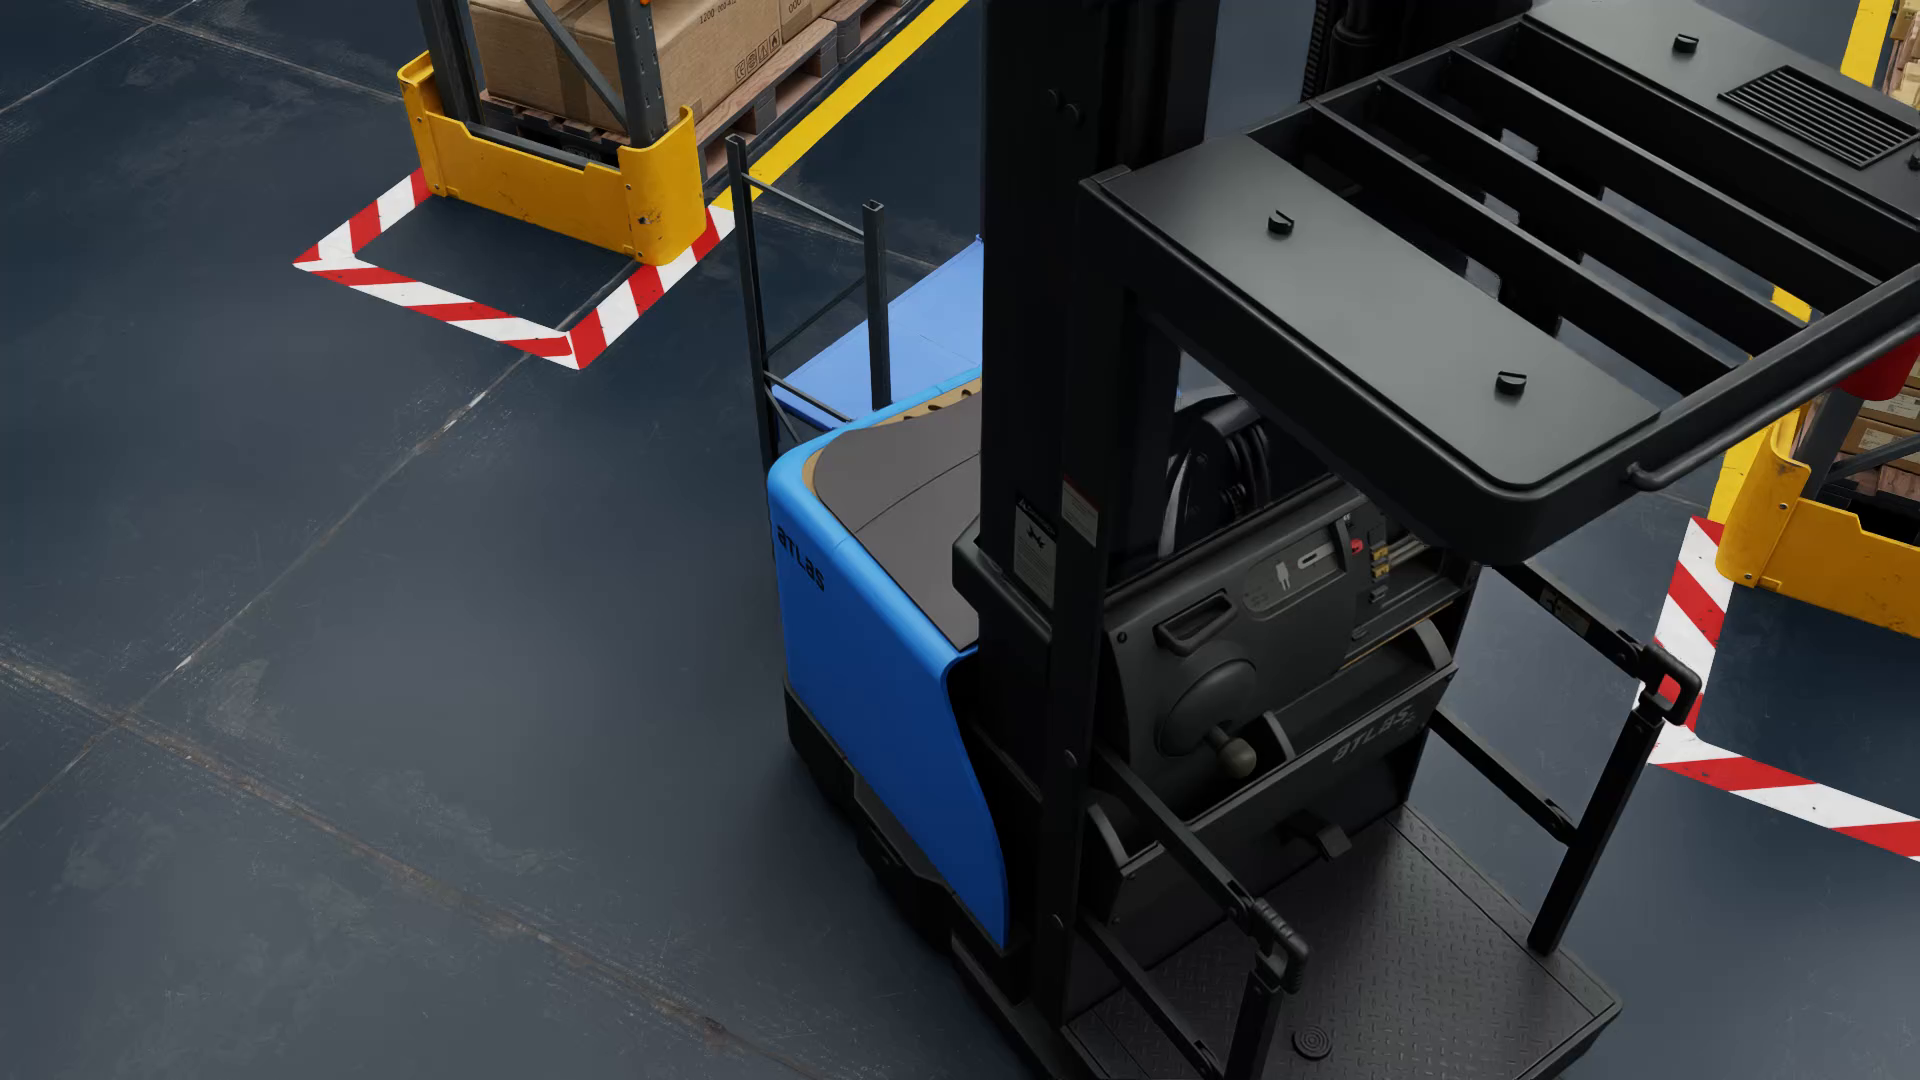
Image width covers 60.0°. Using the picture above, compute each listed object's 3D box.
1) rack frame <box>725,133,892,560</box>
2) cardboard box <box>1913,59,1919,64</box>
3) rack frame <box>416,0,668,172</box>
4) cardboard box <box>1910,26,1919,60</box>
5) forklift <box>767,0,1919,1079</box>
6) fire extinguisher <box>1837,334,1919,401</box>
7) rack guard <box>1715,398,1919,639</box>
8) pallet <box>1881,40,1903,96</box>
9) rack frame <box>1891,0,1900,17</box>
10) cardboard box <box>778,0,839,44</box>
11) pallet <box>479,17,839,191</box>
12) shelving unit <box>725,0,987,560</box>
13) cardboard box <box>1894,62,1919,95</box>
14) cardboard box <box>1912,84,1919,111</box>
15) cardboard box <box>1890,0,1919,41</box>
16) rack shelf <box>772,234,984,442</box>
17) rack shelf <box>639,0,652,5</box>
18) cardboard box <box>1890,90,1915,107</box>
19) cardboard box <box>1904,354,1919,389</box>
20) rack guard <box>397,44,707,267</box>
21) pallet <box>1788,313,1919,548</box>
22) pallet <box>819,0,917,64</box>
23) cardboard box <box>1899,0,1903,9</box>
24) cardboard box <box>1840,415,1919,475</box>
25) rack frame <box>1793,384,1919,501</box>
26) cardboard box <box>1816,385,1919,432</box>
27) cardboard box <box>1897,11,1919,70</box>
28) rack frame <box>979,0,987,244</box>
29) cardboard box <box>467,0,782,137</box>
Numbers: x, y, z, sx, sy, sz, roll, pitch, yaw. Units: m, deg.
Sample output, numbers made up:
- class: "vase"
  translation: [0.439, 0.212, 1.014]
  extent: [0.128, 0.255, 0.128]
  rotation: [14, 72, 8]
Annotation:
- class: "rack frame"
  translation: [-0.381, -0.365, 4.556]
  extent: [0.500, 1.500, 0.032]
  rotation: [30, 53, 26]
- class: "cardboard box"
  translation: [4.024, -1.839, 6.668]
  extent: [0.380, 0.149, 0.250]
  rotation: [19, 48, 18]
- class: "rack frame"
  translation: [-1.544, -2.385, 5.499]
  extent: [1.000, 3.000, 0.127]
  rotation: [20, 49, 19]
- class: "cardboard box"
  translation: [3.855, -1.906, 6.315]
  extent: [0.380, 0.149, 0.250]
  rotation: [21, 49, 20]
- class: "forklift"
  translation: [0.778, 0.201, 2.991]
  extent: [1.130, 2.935, 3.031]
  rotation: [-26, 51, -24]
- class: "fire extinguisher"
  translation: [2.362, -0.650, 4.100]
  extent: [0.296, 0.674, 0.183]
  rotation: [20, 49, 19]
- class: "rack guard"
  translation: [2.923, 0.016, 4.883]
  extent: [1.175, 0.500, 0.348]
  rotation: [20, 49, 19]
- class: "pallet"
  translation: [4.464, -1.920, 6.999]
  extent: [1.003, 0.211, 1.213]
  rotation: [20, 49, 19]
- class: "rack frame"
  translation: [4.744, -3.335, 6.437]
  extent: [1.000, 3.000, 0.127]
  rotation: [20, 49, 19]
- class: "cardboard box"
  translation: [-0.909, -2.660, 7.277]
  extent: [0.875, 0.438, 0.875]
  rotation: [22, 49, 20]
- class: "pallet"
  translation: [-1.242, -1.935, 7.014]
  extent: [1.003, 0.211, 1.213]
  rotation: [20, 49, 19]
- class: "shelving unit"
  translation: [-0.059, -0.645, 4.833]
  extent: [0.538, 1.500, 1.048]
  rotation: [30, 53, 26]
- class: "cardboard box"
  translation: [3.724, -1.635, 6.257]
  extent: [0.380, 0.149, 0.250]
  rotation: [20, 49, 19]
- class: "cardboard box"
  translation: [3.653, -1.565, 5.978]
  extent: [0.380, 0.149, 0.250]
  rotation: [21, 49, 19]
- class: "cardboard box"
  translation: [4.167, -2.189, 7.014]
  extent: [0.380, 0.149, 0.250]
  rotation: [22, 49, 20]
- class: "rack shelf"
  translation: [-0.059, -0.518, 4.961]
  extent: [0.538, 0.185, 1.000]
  rotation: [30, 53, 26]
- class: "rack shelf"
  translation: [-0.615, -3.392, 7.000]
  extent: [1.077, 0.370, 4.000]
  rotation: [20, 49, 19]
- class: "cardboard box"
  translation: [3.587, -1.488, 6.112]
  extent: [0.380, 0.149, 0.250]
  rotation: [21, 49, 19]
- class: "cardboard box"
  translation: [2.909, -0.586, 5.012]
  extent: [0.380, 0.149, 0.250]
  rotation: [21, 49, 19]
- class: "rack guard"
  translation: [-1.555, -1.492, 6.373]
  extent: [1.175, 0.500, 0.348]
  rotation: [20, 49, 19]
- class: "pallet"
  translation: [3.331, -0.382, 5.480]
  extent: [1.003, 0.211, 1.213]
  rotation: [20, 49, 19]
- class: "pallet"
  translation: [-0.675, -2.700, 7.770]
  extent: [1.003, 0.211, 1.213]
  rotation: [20, 49, 19]
- class: "cardboard box"
  translation: [4.291, -2.357, 7.179]
  extent: [0.380, 0.149, 0.250]
  rotation: [18, 48, 17]
- class: "cardboard box"
  translation: [2.947, -0.361, 5.207]
  extent: [0.380, 0.149, 0.250]
  rotation: [21, 49, 20]
- class: "rack frame"
  translation: [2.887, -0.815, 3.946]
  extent: [1.000, 3.000, 0.127]
  rotation: [20, 49, 19]
- class: "cardboard box"
  translation: [2.880, -0.491, 5.127]
  extent: [0.380, 0.149, 0.250]
  rotation: [19, 48, 18]
- class: "cardboard box"
  translation: [4.098, -2.015, 6.842]
  extent: [0.380, 0.149, 0.250]
  rotation: [20, 49, 19]
- class: "rack frame"
  translation: [0.264, -0.924, 5.109]
  extent: [0.500, 1.500, 0.032]
  rotation: [30, 53, 26]
- class: "cardboard box"
  translation: [-1.326, -2.081, 6.704]
  extent: [0.875, 0.438, 0.875]
  rotation: [19, 48, 18]
